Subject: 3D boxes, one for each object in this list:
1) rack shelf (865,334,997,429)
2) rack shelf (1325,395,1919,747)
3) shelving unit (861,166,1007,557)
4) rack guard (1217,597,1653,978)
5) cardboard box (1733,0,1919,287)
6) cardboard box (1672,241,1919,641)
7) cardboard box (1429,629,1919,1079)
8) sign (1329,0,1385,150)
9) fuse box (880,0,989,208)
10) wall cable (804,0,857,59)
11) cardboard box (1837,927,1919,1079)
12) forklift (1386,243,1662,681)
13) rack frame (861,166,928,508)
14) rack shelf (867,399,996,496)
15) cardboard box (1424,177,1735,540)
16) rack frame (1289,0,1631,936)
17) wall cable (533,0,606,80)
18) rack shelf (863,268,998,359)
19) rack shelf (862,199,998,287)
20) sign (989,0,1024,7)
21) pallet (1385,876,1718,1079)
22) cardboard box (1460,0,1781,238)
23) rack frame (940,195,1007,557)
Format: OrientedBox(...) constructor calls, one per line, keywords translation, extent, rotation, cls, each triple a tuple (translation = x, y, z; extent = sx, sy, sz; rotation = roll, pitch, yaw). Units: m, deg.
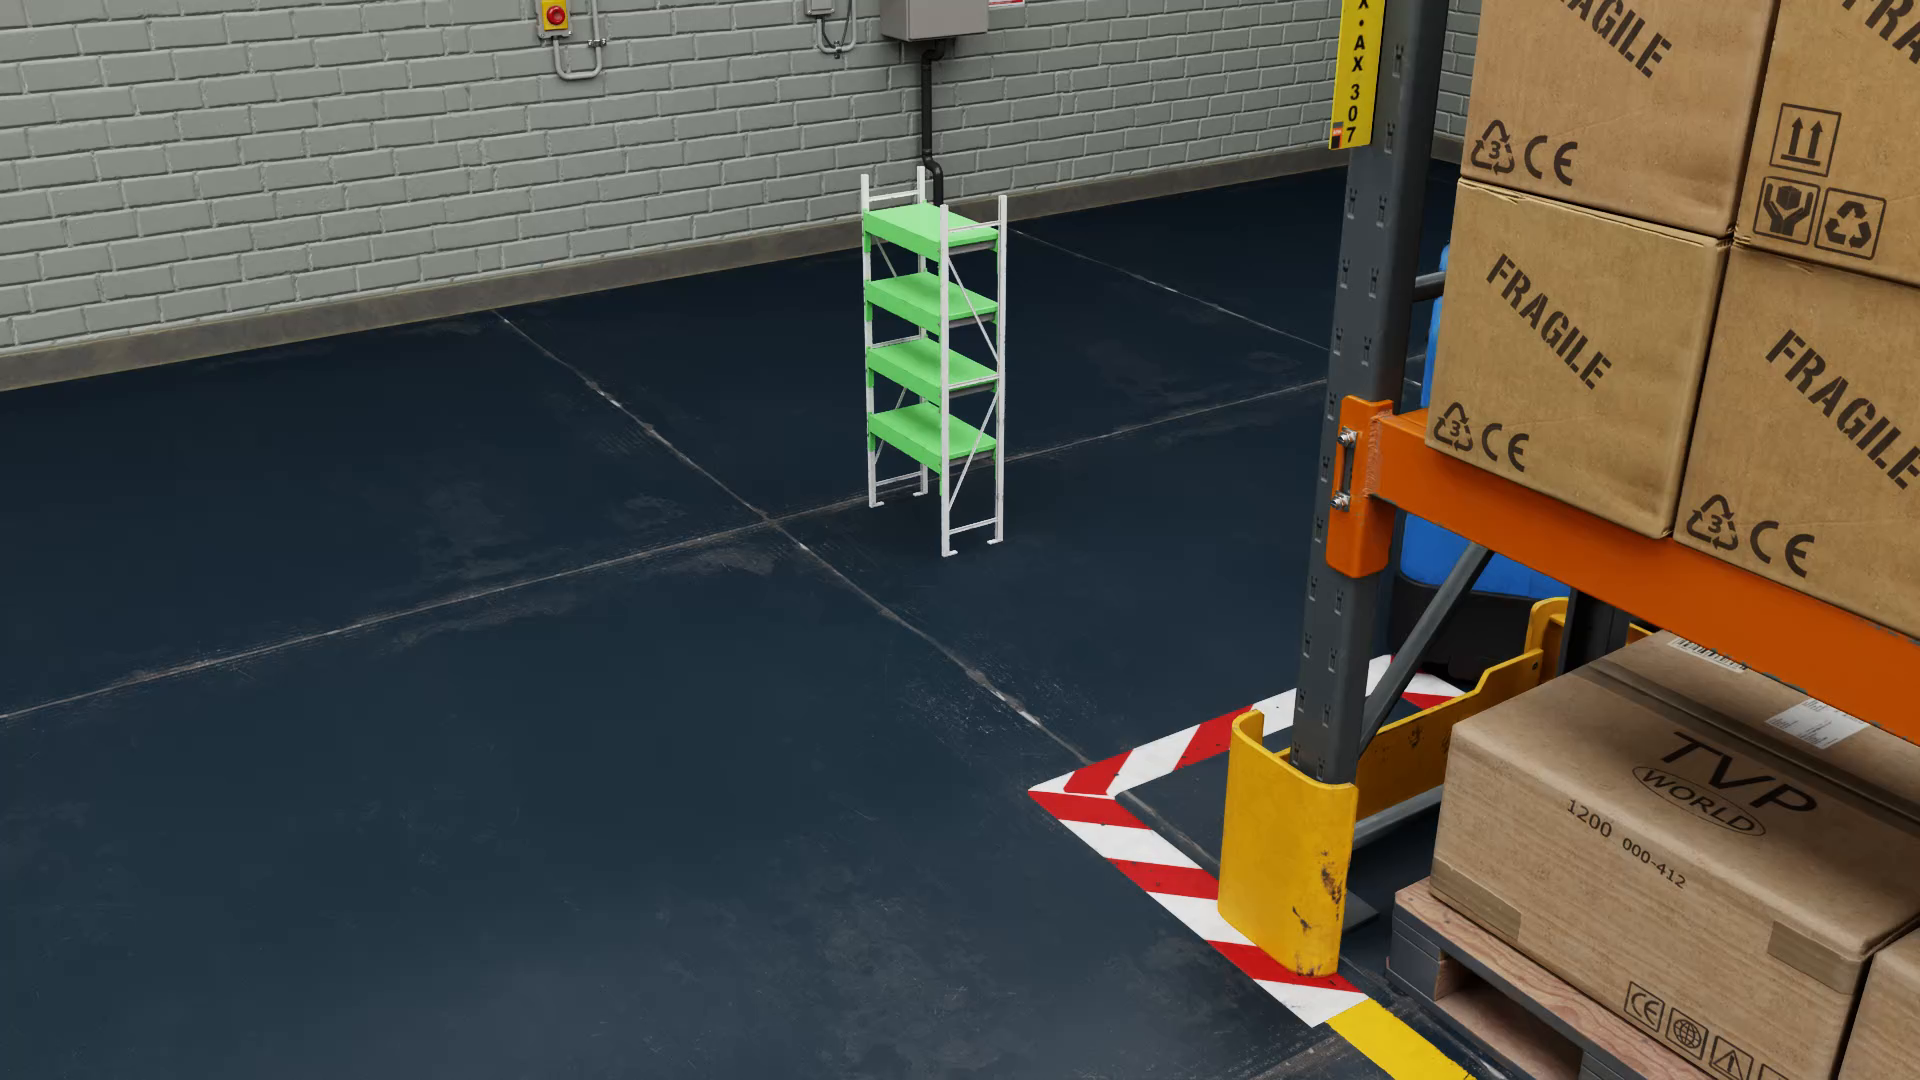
OrientedBox(translation=(-0.090, -0.544, 5.647), extent=(0.258, 0.148, 0.480), rotation=(-16, 29, -30), cls="rack shelf")
OrientedBox(translation=(2.269, 0.478, 2.066), extent=(1.077, 0.370, 4.000), rotation=(-16, 29, -30), cls="rack shelf")
OrientedBox(translation=(-0.090, -0.602, 5.619), extent=(0.258, 1.200, 0.503), rotation=(-16, 29, -30), cls="shelving unit")
OrientedBox(translation=(1.164, 0.559, 3.979), extent=(1.175, 0.500, 0.348), rotation=(-16, 29, -30), cls="rack guard")
OrientedBox(translation=(1.488, -0.638, 2.300), extent=(0.500, 0.500, 0.500), rotation=(-16, 30, -31), cls="cardboard box")
OrientedBox(translation=(1.498, -0.195, 2.531), extent=(0.500, 0.500, 0.500), rotation=(-16, 30, -30), cls="cardboard box")
OrientedBox(translation=(1.621, 0.619, 3.434), extent=(0.875, 0.438, 0.875), rotation=(-17, 30, -31), cls="cardboard box")
OrientedBox(translation=(0.709, -0.862, 2.956), extent=(0.100, 0.325, 0.005), rotation=(-16, 29, -30), cls="sign")
OrientedBox(translation=(-0.081, -2.428, 8.890), extent=(0.539, 1.711, 0.414), rotation=(-16, 29, -30), cls="fuse box")
OrientedBox(translation=(-0.739, -3.368, 8.180), extent=(0.588, 1.984, 0.122), rotation=(-16, 29, -30), cls="wall cable")
OrientedBox(translation=(2.128, 0.945, 2.745), extent=(0.875, 0.438, 0.875), rotation=(-15, 29, -28), cls="cardboard box")
OrientedBox(translation=(2.842, -0.949, 4.326), extent=(3.031, 2.935, 1.130), rotation=(7, 26, 15), cls="forklift")
OrientedBox(translation=(-0.224, -0.689, 5.804), extent=(0.240, 1.200, 0.015), rotation=(-16, 29, -30), cls="rack frame")
OrientedBox(translation=(-0.090, -0.327, 5.749), extent=(0.258, 0.148, 0.480), rotation=(-16, 29, -30), cls="rack shelf")
OrientedBox(translation=(1.198, -0.369, 2.901), extent=(0.500, 0.500, 0.500), rotation=(-16, 30, -30), cls="cardboard box")
OrientedBox(translation=(1.177, -0.562, 3.428), extent=(1.000, 3.000, 0.127), rotation=(-16, 29, -30), cls="rack frame")
OrientedBox(translation=(-1.921, -3.047, 7.465), extent=(0.585, 1.953, 0.123), rotation=(-16, 29, -30), cls="wall cable")
OrientedBox(translation=(-0.090, -0.761, 5.544), extent=(0.258, 0.148, 0.480), rotation=(-16, 29, -30), cls="rack shelf")
OrientedBox(translation=(-0.090, -0.978, 5.442), extent=(0.258, 0.148, 0.480), rotation=(-16, 29, -30), cls="rack shelf")
OrientedBox(translation=(0.220, -3.157, 9.036), extent=(0.329, 0.494, 0.001), rotation=(-16, 29, -30), cls="sign")
OrientedBox(translation=(1.679, 0.966, 3.456), extent=(1.003, 0.211, 1.213), rotation=(-16, 29, -30), cls="pallet")
OrientedBox(translation=(1.200, -0.822, 2.688), extent=(0.500, 0.500, 0.500), rotation=(-16, 30, -31), cls="cardboard box")
OrientedBox(translation=(0.043, -0.515, 5.434), extent=(0.240, 1.200, 0.015), rotation=(-16, 29, -30), cls="rack frame")
